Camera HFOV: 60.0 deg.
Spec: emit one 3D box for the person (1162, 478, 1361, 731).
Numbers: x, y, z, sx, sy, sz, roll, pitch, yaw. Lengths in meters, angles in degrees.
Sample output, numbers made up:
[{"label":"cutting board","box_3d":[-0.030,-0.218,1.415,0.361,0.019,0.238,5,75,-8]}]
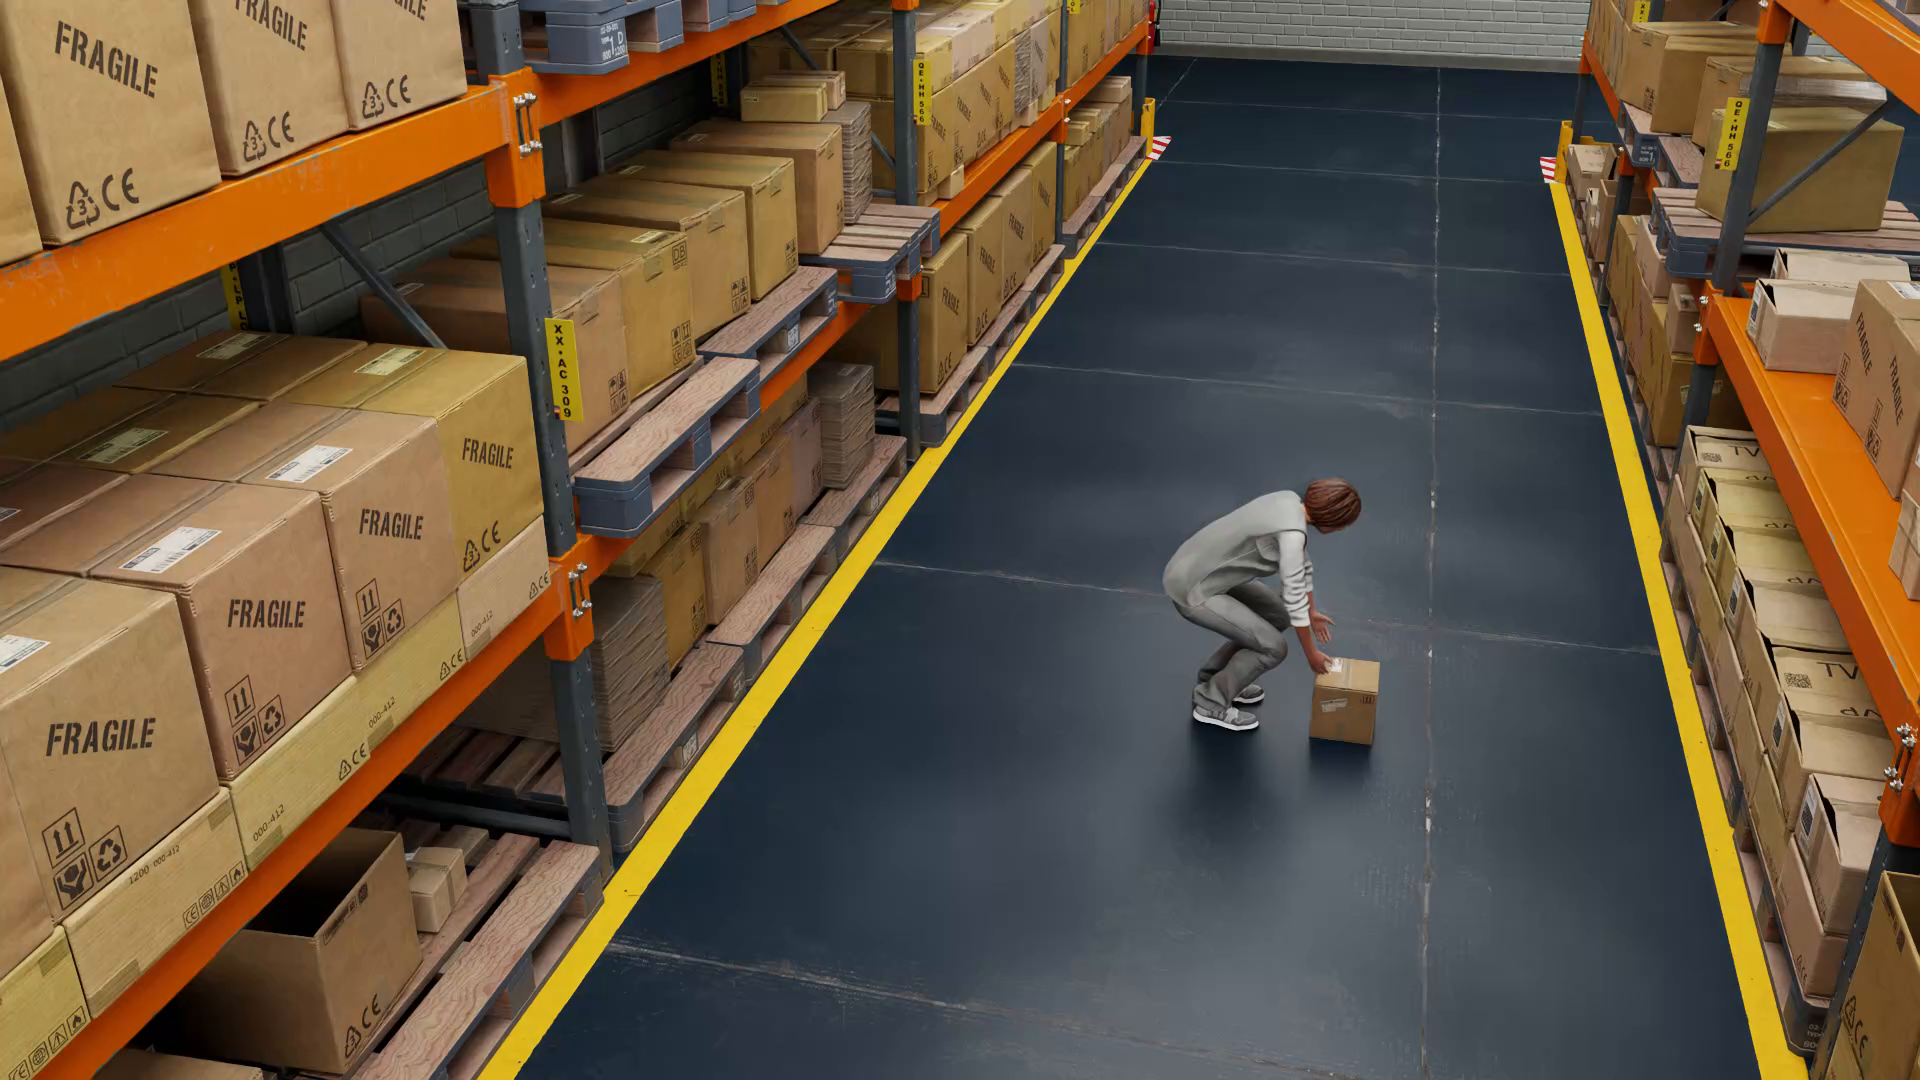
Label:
[{"label":"person","box_3d":[1.200,0.233,6.760,0.754,1.061,0.461,6,26,13]}]
